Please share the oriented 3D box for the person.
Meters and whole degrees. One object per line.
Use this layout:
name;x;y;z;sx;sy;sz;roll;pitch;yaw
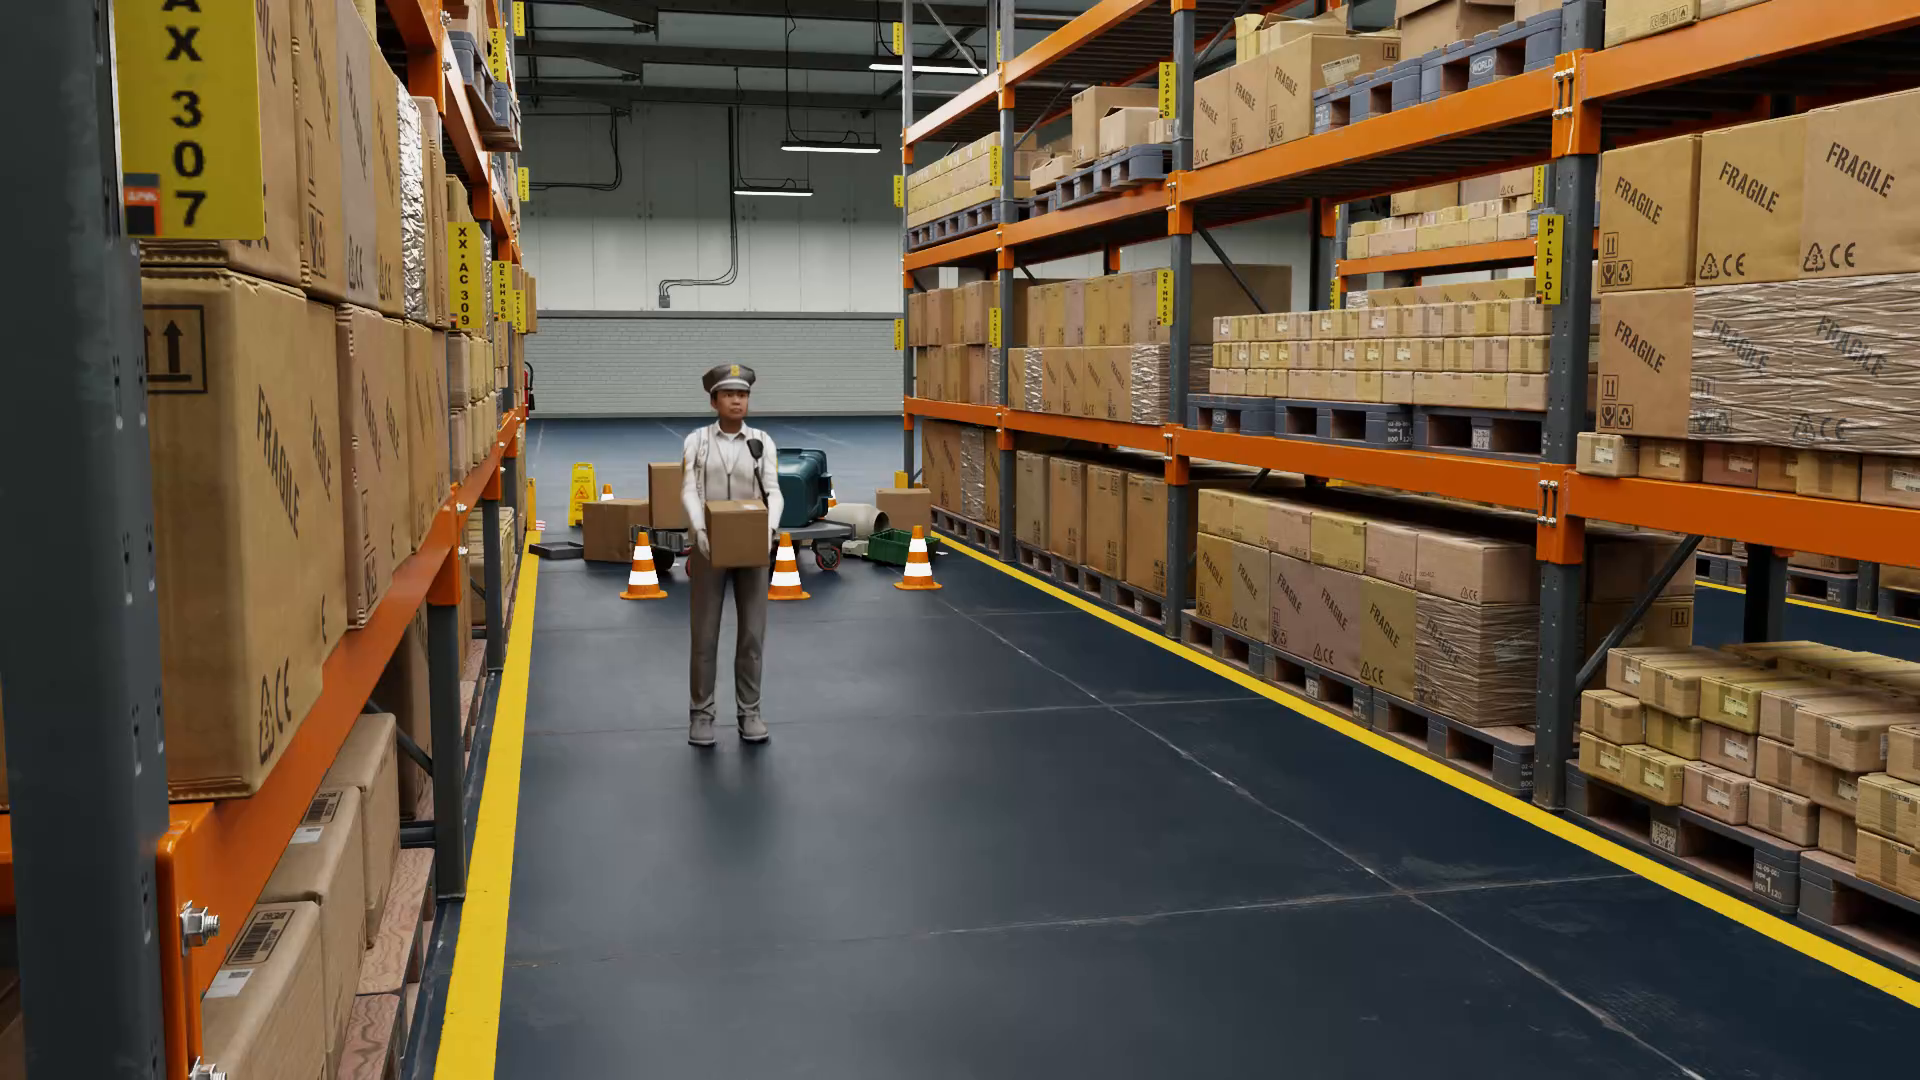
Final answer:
person;-1.021;0.056;7.499;0.469;1.698;0.548;-2;6;-14
